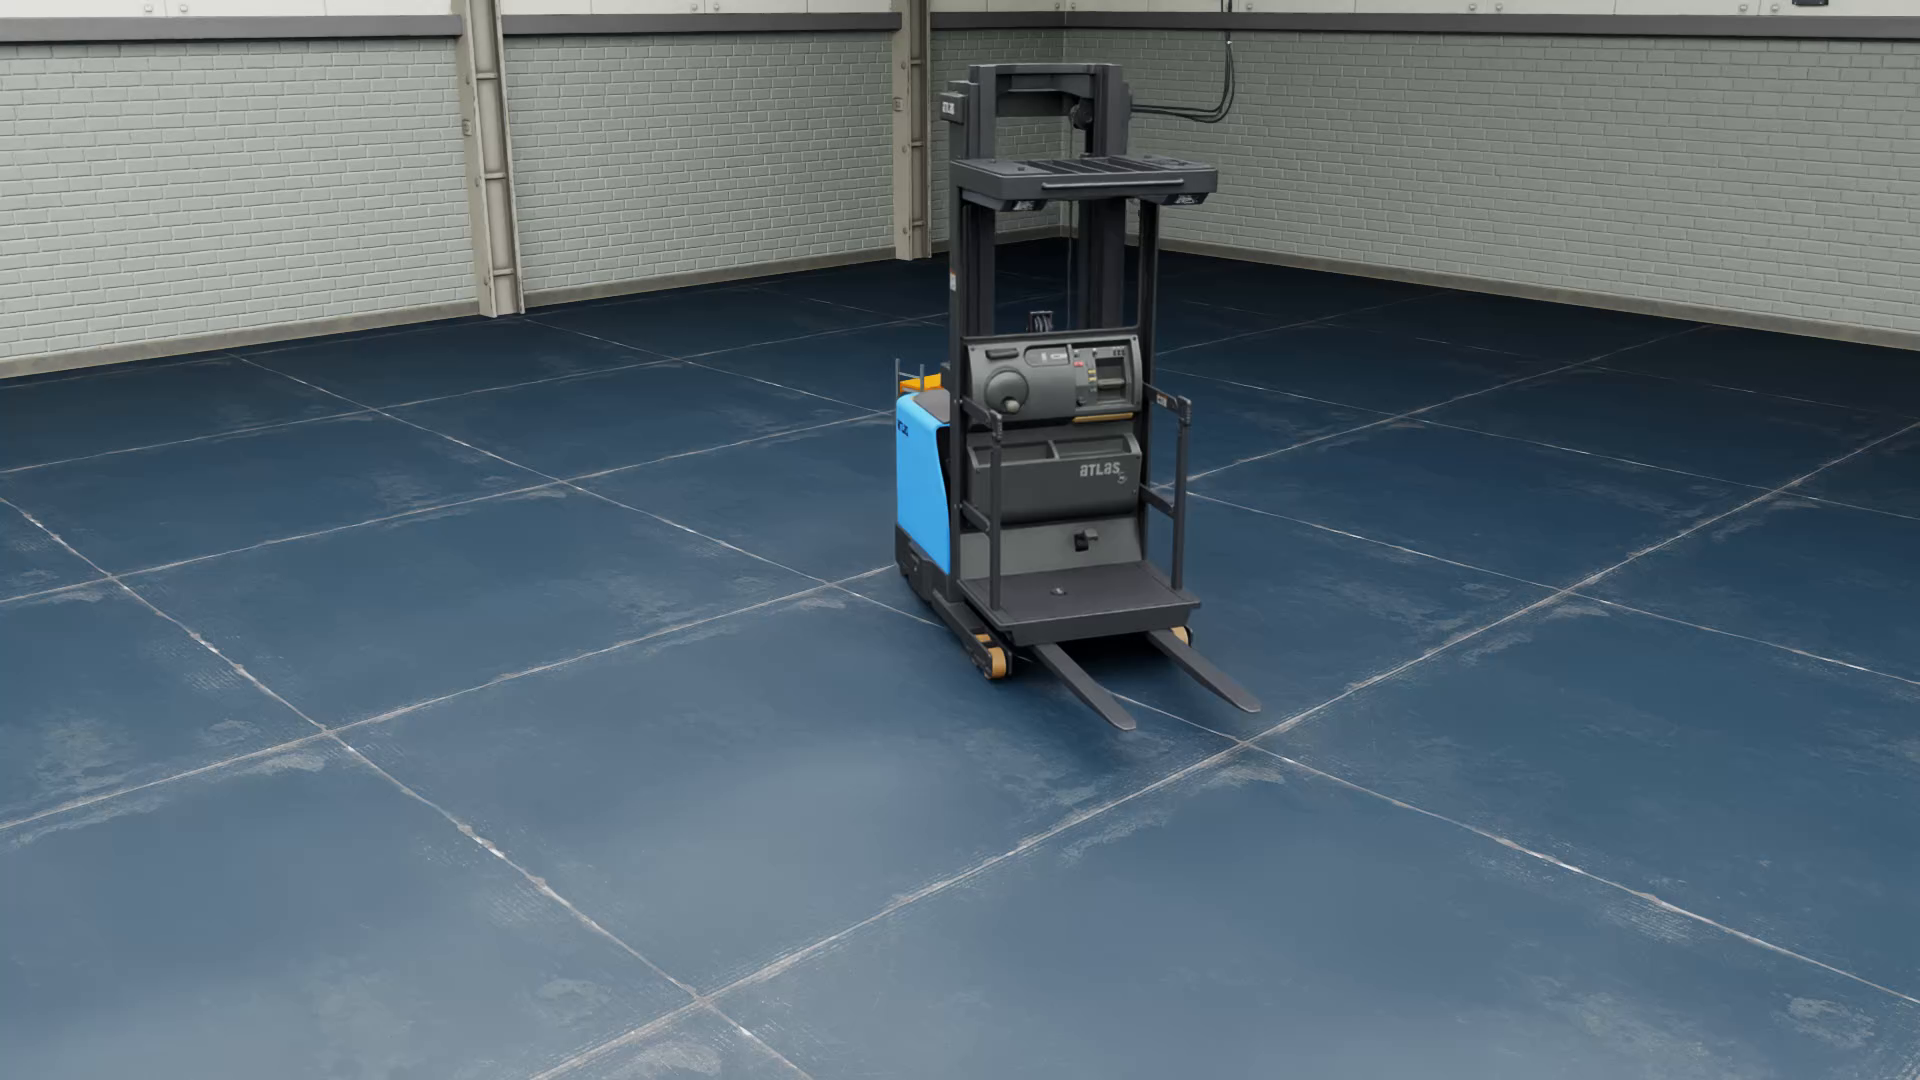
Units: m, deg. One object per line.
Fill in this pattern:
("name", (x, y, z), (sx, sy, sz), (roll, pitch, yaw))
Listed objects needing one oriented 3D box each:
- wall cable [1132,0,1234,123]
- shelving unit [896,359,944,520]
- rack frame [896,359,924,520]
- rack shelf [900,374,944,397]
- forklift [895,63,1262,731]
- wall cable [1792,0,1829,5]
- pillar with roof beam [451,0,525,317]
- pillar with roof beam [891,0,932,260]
("wall cable", (2.427, -6.869, 22.114), (0.112, 2.526, 3.097), (-16, 24, -41))
("shelving unit", (-0.120, -0.536, 10.191), (0.503, 1.200, 0.258), (-16, 24, -41))
("rack frame", (-0.298, -0.484, 10.032), (0.015, 1.200, 0.240), (-16, 24, -41))
("rack shelf", (-0.120, -0.909, 10.070), (0.480, 0.148, 0.258), (-16, 24, -41))
("forklift", (0.559, -0.832, 8.300), (1.130, 2.935, 3.031), (-6, 19, -17))
("wall cable", (8.938, -7.833, 14.539), (0.169, 6.003, 2.305), (-16, 24, -41))
("pillar with roof beam", (-2.024, -5.782, 13.727), (0.400, 9.000, 9.100), (-16, 24, -41))
("pillar with roof beam", (2.336, -7.053, 17.648), (0.400, 9.000, 9.100), (-16, 24, -41))
